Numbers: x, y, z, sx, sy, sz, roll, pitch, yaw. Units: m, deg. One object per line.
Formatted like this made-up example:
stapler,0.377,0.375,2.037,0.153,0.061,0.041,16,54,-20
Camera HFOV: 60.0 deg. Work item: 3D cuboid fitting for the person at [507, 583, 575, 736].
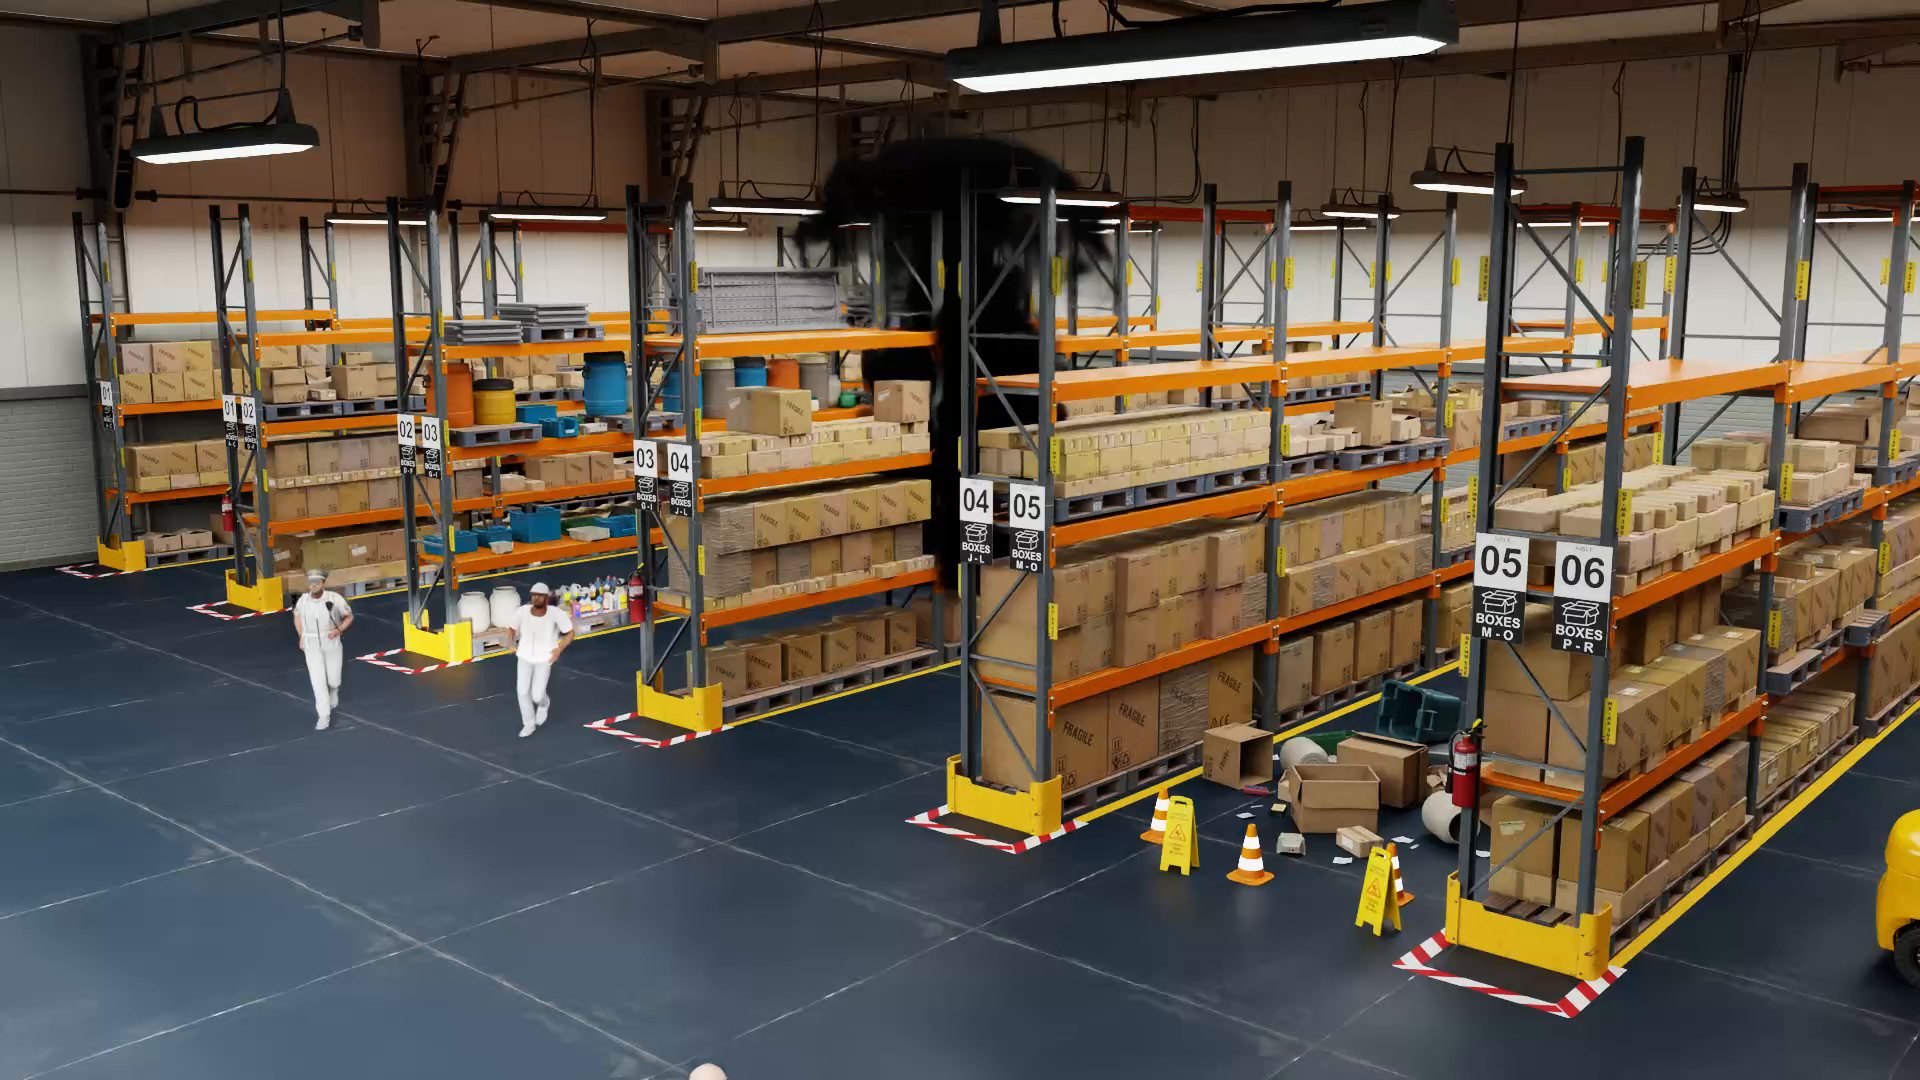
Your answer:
person,-4.642,1.302,18.327,0.725,1.706,0.622,1,10,6

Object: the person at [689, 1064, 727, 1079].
person,-1.099,3.127,7.264,0.720,1.745,0.897,0,9,-2

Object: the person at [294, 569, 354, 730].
person,-7.207,1.194,18.850,0.654,1.787,0.793,-2,10,-13
